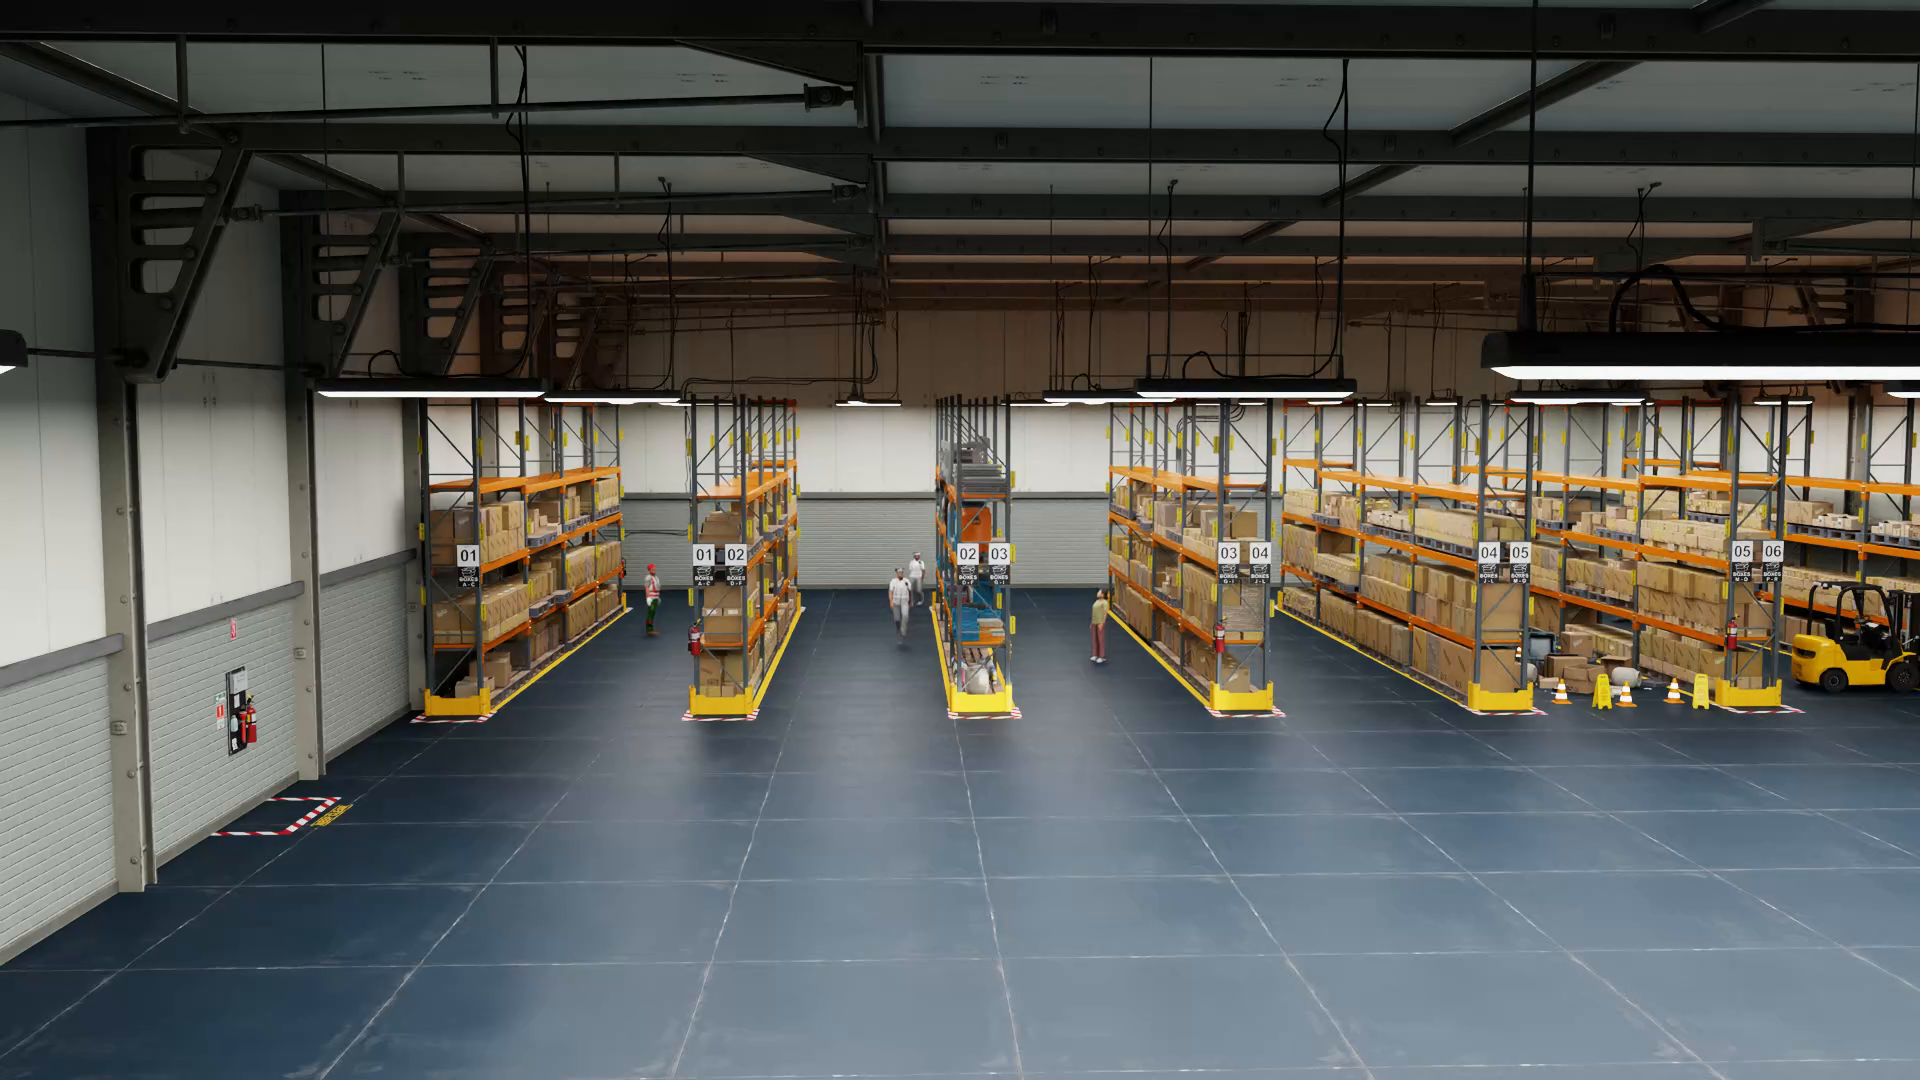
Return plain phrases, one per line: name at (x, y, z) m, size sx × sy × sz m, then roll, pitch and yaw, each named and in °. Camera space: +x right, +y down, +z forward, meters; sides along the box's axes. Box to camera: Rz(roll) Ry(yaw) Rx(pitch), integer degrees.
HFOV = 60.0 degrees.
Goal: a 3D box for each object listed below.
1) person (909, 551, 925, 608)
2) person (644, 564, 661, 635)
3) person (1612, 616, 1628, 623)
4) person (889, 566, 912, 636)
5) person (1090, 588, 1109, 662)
person at (-1.269, 1.140, 48.283) m, size 0.487 × 1.606 × 0.743 m, roll 1°, pitch 5°, yaw 7°
person at (-7.820, 1.507, 42.282) m, size 0.377 × 1.805 × 0.623 m, roll 0°, pitch 5°, yaw 5°
person at (17.800, 1.349, 44.774) m, size 0.442 × 1.724 × 0.563 m, roll 1°, pitch 5°, yaw 17°
person at (-1.443, 1.481, 39.961) m, size 0.538 × 1.680 × 1.008 m, roll 0°, pitch 5°, yaw 3°
person at (3.169, 1.927, 37.822) m, size 0.399 × 1.680 × 0.499 m, roll -4°, pitch 6°, yaw -40°
